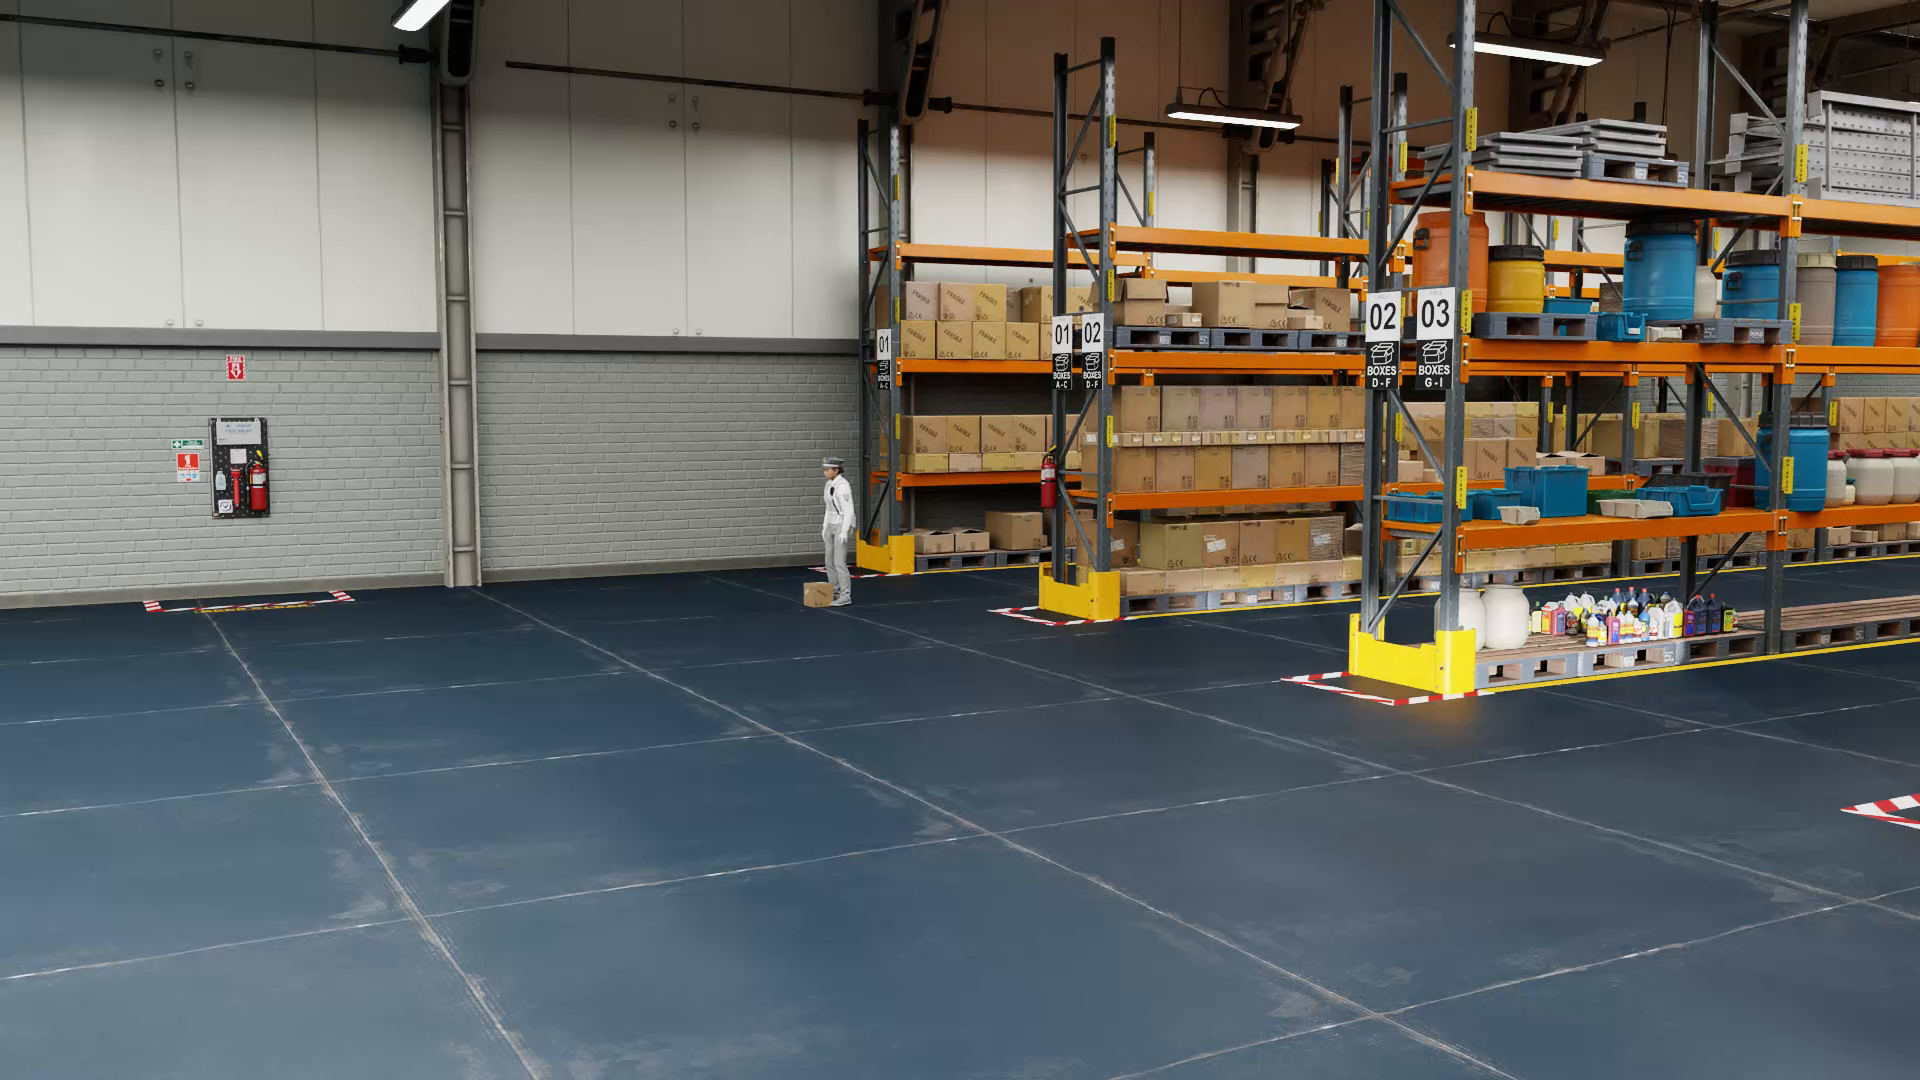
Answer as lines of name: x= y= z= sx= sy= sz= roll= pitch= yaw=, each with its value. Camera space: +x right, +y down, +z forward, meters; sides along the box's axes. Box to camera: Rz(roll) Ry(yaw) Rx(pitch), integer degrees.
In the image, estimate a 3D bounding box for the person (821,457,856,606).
person: x=-1.376 y=-0.103 z=18.634 sx=0.378 sy=1.663 sz=0.538 roll=-3 pitch=6 yaw=-30
